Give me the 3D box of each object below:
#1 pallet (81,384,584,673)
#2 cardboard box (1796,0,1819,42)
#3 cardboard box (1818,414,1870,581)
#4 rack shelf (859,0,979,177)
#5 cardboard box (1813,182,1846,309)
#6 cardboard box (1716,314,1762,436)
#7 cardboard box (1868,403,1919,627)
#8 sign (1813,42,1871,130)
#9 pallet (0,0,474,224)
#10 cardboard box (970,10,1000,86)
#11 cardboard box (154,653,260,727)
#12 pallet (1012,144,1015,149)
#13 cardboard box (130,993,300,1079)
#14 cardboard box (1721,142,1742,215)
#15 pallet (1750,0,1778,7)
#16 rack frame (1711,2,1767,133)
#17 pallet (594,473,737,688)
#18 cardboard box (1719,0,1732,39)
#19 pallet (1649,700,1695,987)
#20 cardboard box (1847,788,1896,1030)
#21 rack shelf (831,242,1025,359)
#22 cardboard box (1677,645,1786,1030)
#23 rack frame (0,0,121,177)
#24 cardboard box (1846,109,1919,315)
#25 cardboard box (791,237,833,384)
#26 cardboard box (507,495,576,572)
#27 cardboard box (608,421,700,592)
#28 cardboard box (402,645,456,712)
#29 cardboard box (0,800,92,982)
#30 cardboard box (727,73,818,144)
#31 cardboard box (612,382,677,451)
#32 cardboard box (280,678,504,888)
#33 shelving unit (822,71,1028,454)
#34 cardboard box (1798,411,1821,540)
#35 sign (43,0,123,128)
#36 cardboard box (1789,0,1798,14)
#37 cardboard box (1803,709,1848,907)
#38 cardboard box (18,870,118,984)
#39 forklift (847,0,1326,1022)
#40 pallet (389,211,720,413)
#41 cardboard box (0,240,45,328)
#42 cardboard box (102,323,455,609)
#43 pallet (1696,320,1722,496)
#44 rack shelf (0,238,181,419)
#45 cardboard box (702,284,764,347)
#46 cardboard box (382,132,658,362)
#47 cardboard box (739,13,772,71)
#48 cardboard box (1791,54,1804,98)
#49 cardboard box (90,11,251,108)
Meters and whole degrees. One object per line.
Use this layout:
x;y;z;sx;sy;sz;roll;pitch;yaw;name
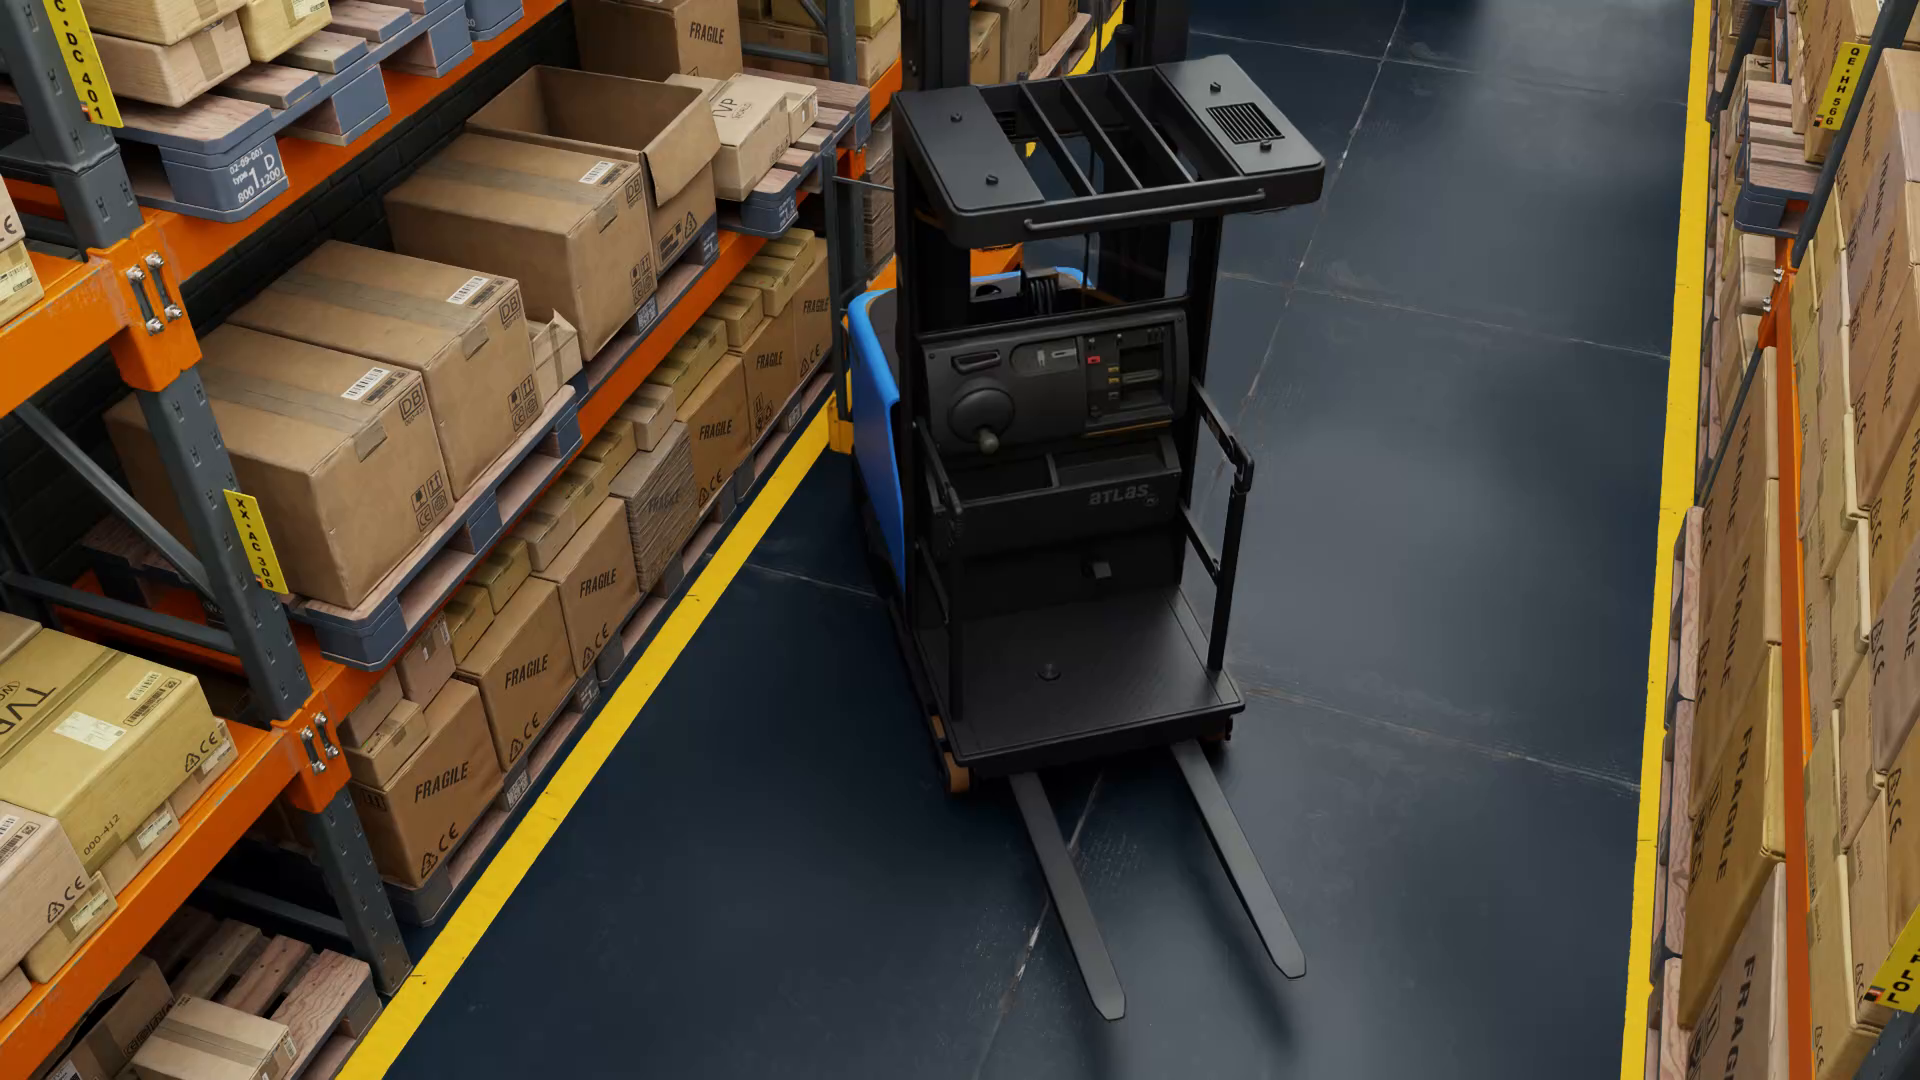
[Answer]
-1.942;-0.169;5.285;1.003;0.211;1.213;13;42;15;pallet
3.948;-2.395;7.116;0.500;0.500;0.500;11;42;12;cardboard box
2.764;-0.075;4.758;0.500;0.250;0.500;14;42;16;cardboard box
-0.266;-3.165;9.203;1.077;0.370;4.000;13;42;15;rack shelf
3.310;-0.998;5.839;0.500;0.250;0.500;13;42;15;cardboard box
3.918;-0.622;7.369;0.950;0.372;0.625;11;42;12;cardboard box
2.626;-0.048;4.148;0.500;0.500;0.500;15;43;16;cardboard box
3.202;-1.644;6.035;0.100;0.325;0.005;13;42;15;sign
-2.029;-1.231;4.215;1.213;0.211;1.003;13;42;15;pallet
-0.278;-2.663;9.567;0.875;0.625;0.625;12;42;13;cardboard box
-2.463;0.477;5.482;0.380;0.149;0.250;12;42;13;cardboard box
-0.213;-2.393;9.892;1.003;0.211;1.213;13;42;15;pallet
-2.233;1.551;4.994;0.380;0.149;0.250;12;42;14;cardboard box
4.664;-1.959;8.936;0.950;0.372;0.625;16;43;18;cardboard box
4.685;-3.052;8.664;1.003;0.211;1.213;13;42;15;pallet
5.083;-3.559;9.110;1.000;3.000;0.127;13;42;15;rack frame
-1.660;0.031;7.051;1.003;0.211;1.213;13;42;15;pallet
5.205;-3.420;10.742;0.500;0.250;0.500;12;42;14;cardboard box
2.956;1.147;5.743;1.003;0.211;1.213;13;42;15;pallet
2.270;0.864;3.656;0.500;0.250;0.500;13;42;15;cardboard box
-0.131;-1.113;7.676;0.538;0.185;1.000;15;43;17;rack shelf
2.786;1.020;5.056;0.875;0.875;0.875;14;43;16;cardboard box
-2.318;-2.061;2.733;1.000;3.000;0.127;13;42;15;rack frame
3.156;-0.986;5.248;0.500;0.500;0.500;13;42;15;cardboard box
-0.893;-1.122;7.856;0.500;0.500;0.500;14;43;16;cardboard box
-1.645;-0.054;6.104;0.380;0.149;0.250;13;42;15;cardboard box
-1.410;-0.178;6.750;0.500;0.500;0.500;12;42;14;cardboard box
-1.923;0.420;5.550;0.380;0.149;0.250;12;42;14;cardboard box
-2.420;0.839;3.842;0.500;0.250;0.500;13;42;15;cardboard box
-0.814;-1.797;6.915;0.380;0.149;0.250;14;42;16;cardboard box
-1.361;-0.514;6.644;0.380;0.149;0.250;11;42;13;cardboard box
-1.941;0.767;5.642;0.500;0.500;0.500;15;43;17;cardboard box
-0.135;-1.244;7.553;0.587;1.500;1.083;15;43;17;shelving unit
2.968;-0.184;5.270;0.500;0.250;0.500;15;43;16;cardboard box
-1.806;-1.001;3.403;0.100;0.325;0.005;13;42;15;sign
4.125;-2.567;7.818;0.380;0.149;0.250;15;43;17;cardboard box
2.439;0.738;4.190;0.500;0.250;0.500;13;42;14;cardboard box
-2.325;0.895;4.084;0.380;0.149;0.250;14;43;16;cardboard box
0.394;-0.458;5.529;1.130;2.935;3.031;-10;41;-11;forklift
-1.611;-0.958;6.210;1.003;0.211;1.213;13;42;15;pallet
-2.164;-0.540;3.454;0.380;0.149;0.250;13;42;15;cardboard box
-1.943;-0.222;4.799;0.700;0.500;0.500;14;43;16;cardboard box
3.984;-0.535;7.714;1.003;0.211;1.213;13;42;15;pallet
-3.002;0.573;2.510;1.077;0.370;4.000;13;42;15;rack shelf
-1.077;-0.993;7.205;0.380;0.149;0.250;12;42;14;cardboard box
-1.497;-1.017;5.730;0.700;0.500;0.500;13;42;15;cardboard box
-1.037;-2.492;7.976;0.500;0.250;0.500;12;42;14;cardboard box
3.768;-1.930;7.072;0.380;0.149;0.250;11;42;13;cardboard box
-1.842;-1.116;3.729;0.380;0.149;0.250;14;42;16;cardboard box
